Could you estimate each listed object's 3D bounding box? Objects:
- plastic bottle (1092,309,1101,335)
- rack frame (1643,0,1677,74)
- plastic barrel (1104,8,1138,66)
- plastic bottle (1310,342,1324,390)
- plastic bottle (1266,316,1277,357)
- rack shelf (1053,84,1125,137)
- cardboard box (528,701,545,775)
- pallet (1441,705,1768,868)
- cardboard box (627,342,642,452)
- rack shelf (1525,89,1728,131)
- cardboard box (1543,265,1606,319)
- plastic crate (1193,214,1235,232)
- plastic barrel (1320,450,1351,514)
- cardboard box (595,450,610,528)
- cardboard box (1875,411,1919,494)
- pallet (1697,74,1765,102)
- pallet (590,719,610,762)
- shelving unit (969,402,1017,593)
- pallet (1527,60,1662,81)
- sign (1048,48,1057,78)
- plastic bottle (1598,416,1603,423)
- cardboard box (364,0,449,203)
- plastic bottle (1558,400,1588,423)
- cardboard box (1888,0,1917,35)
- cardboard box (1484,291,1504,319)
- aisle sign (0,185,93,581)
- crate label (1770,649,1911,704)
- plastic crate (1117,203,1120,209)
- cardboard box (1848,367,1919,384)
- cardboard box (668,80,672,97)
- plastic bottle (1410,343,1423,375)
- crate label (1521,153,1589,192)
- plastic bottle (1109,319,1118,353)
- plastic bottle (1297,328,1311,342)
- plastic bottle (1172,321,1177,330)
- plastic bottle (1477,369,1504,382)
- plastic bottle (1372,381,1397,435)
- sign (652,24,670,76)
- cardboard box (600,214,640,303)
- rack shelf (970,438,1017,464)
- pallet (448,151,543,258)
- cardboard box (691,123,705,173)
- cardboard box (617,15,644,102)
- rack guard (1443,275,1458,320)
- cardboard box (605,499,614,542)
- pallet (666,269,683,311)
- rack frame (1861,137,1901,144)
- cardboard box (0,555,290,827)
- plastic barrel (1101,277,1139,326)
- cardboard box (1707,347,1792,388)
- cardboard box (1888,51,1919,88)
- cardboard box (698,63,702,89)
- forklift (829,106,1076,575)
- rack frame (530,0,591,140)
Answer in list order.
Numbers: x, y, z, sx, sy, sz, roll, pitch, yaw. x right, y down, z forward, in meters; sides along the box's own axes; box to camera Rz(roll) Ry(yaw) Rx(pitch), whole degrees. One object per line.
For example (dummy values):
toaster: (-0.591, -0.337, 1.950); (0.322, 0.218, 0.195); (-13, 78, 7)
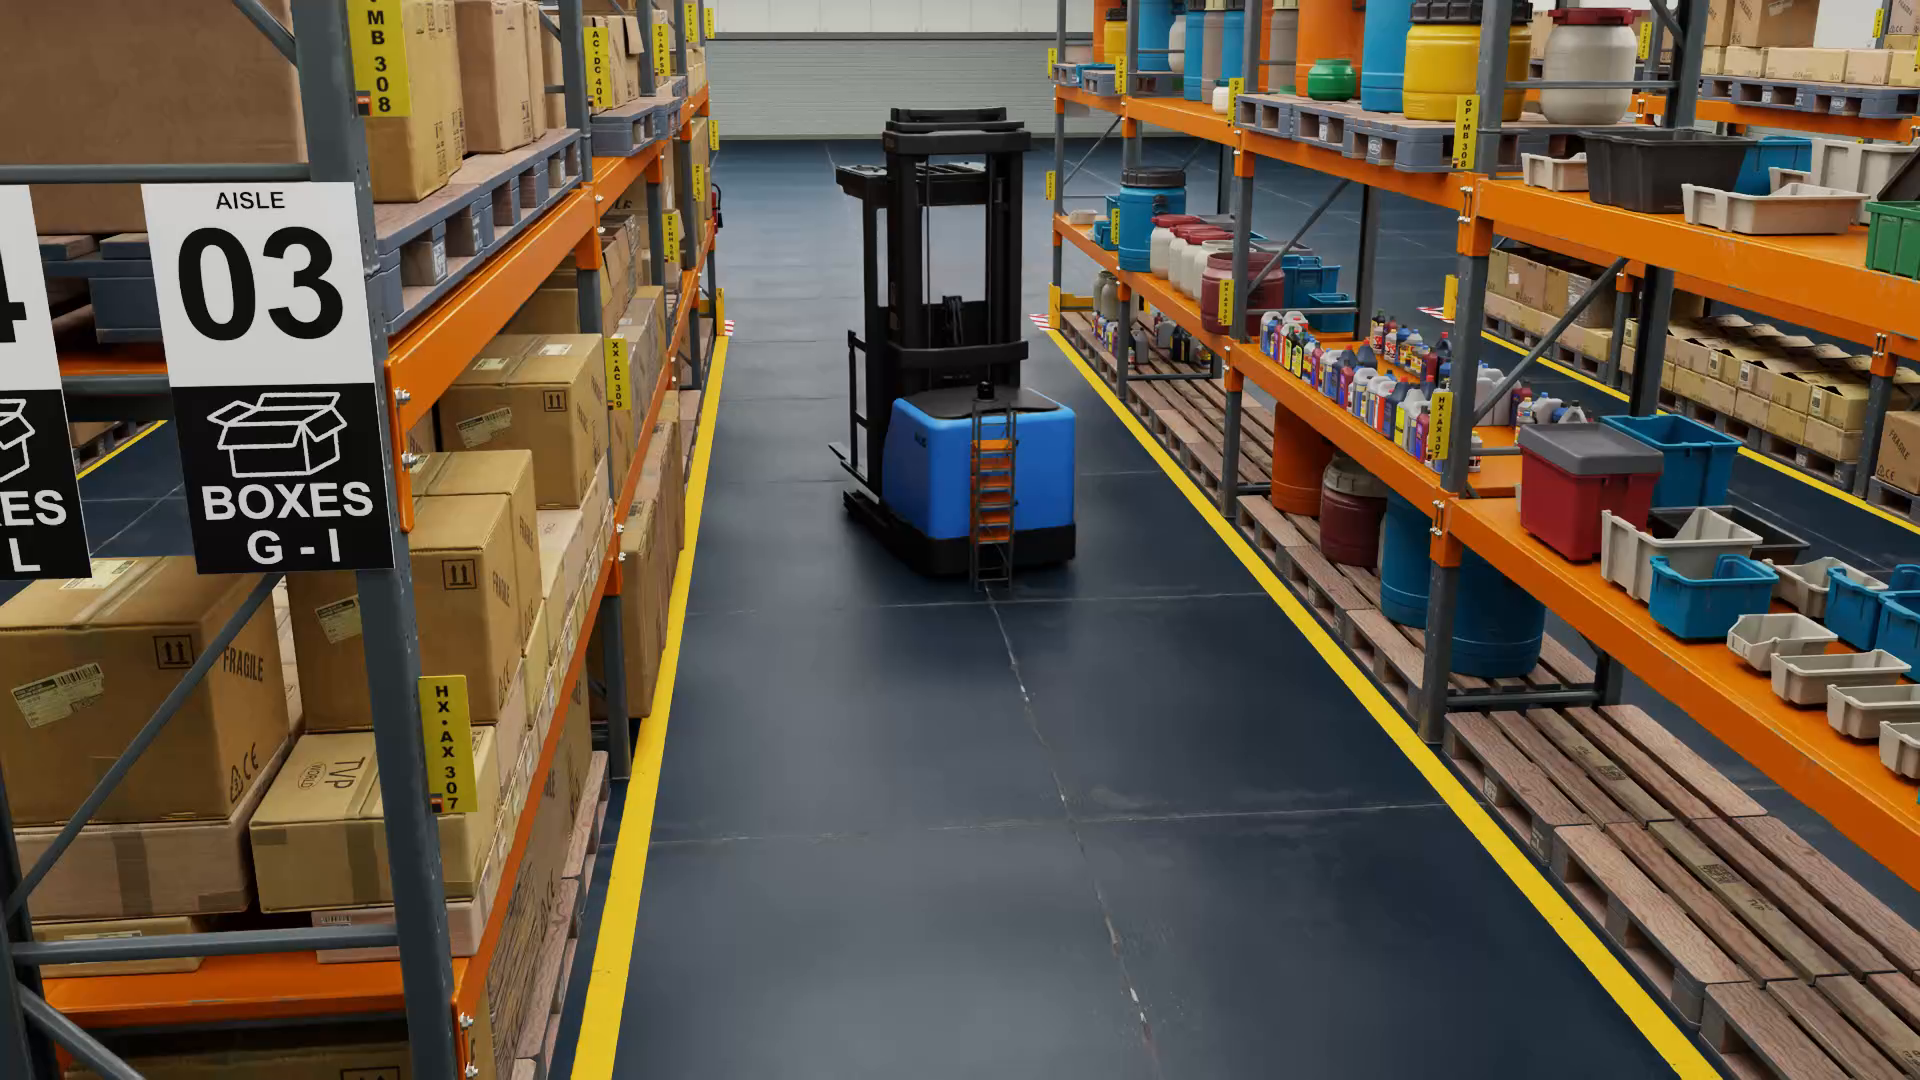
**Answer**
plastic bottle: (1.477, -2.361, 18.010); (0.097, 0.271, 0.097); (0, 17, 0)
rack frame: (6.939, -5.825, 15.208); (1.000, 3.000, 0.127); (-2, 18, -6)
plastic barrel: (1.844, -5.388, 17.809); (0.600, 0.588, 0.600); (0, 17, 0)
plastic bottle: (2.222, -1.079, 10.301); (0.061, 0.283, 0.133); (-2, 18, -6)
plastic bottle: (2.133, -1.384, 11.291); (0.097, 0.271, 0.097); (0, 17, 0)
rack shelf: (1.806, -4.495, 17.179); (1.077, 0.370, 4.000); (-2, 18, -6)
cardboard box: (-1.493, 0.615, 5.130); (0.380, 0.149, 0.250); (-2, 18, -7)
pallet: (2.952, 1.121, 7.755); (1.003, 0.211, 1.213); (-2, 18, -6)
cardboard box: (-1.992, -0.766, 8.942); (0.500, 0.500, 0.500); (-2, 18, -7)
rack shelf: (6.733, -4.647, 17.663); (1.077, 0.370, 4.000); (-2, 18, -6)
cardboard box: (6.579, -2.639, 17.712); (0.500, 0.500, 0.500); (-2, 18, -6)
plastic crate: (2.366, -2.707, 15.184); (0.402, 0.464, 0.583); (-2, 18, -6)
plastic barrel: (2.639, -0.322, 11.147); (0.421, 0.512, 0.421); (0, 17, 0)
cardboard box: (-1.783, -0.221, 7.128); (0.500, 0.250, 0.500); (-2, 18, -7)
cardboard box: (7.115, -0.644, 12.159); (0.500, 0.500, 0.500); (-1, 17, -3)
pallet: (7.043, -4.040, 14.850); (0.805, 0.209, 1.217); (-2, 18, -8)
pallet: (-2.244, 0.828, 8.686); (1.003, 0.211, 1.213); (-2, 18, -6)
shelving unit: (0.203, -0.264, 10.495); (0.258, 1.200, 0.189); (-3, 22, -10)
pallet: (6.703, -4.968, 17.633); (1.003, 0.211, 1.213); (-2, 18, -6)
sign: (1.052, -5.422, 18.918); (0.100, 0.325, 0.005); (-2, 18, -6)
plastic bottle: (3.224, -0.494, 8.438); (0.061, 0.283, 0.133); (-2, 18, -6)
cardboard box: (-1.722, -1.134, 4.239); (0.700, 0.500, 0.500); (-2, 18, -8)
plastic bottle: (3.119, -0.531, 8.443); (0.144, 0.351, 0.185); (-2, 18, -6)
cardboard box: (11.252, -6.152, 19.387); (0.500, 0.500, 0.500); (-3, 18, -10)
cardboard box: (6.416, -2.728, 19.247); (0.500, 0.250, 0.500); (-2, 18, -6)
aisle sign: (-1.968, -0.292, 3.260); (0.394, 0.787, 0.004); (-2, 18, -6)
crate label: (2.917, 0.455, 5.560); (0.396, 0.136, 0.243); (-2, 18, -6)
plastic crate: (2.010, -3.598, 18.379); (0.499, 0.251, 0.408); (-2, 18, -6)
cardboard box: (7.528, -1.249, 13.599); (0.500, 0.311, 0.500); (-2, 18, -7)
cardboard box: (-2.412, -3.279, 12.358); (0.500, 0.250, 0.500); (-1, 17, -4)
plastic bottle: (2.959, -1.168, 10.723); (0.097, 0.201, 0.097); (0, 17, 0)
crate label: (2.600, -1.578, 7.128); (0.293, 0.136, 0.466); (-2, 18, -6)
plastic bottle: (1.606, -2.093, 17.025); (0.144, 0.351, 0.185); (-2, 18, -6)
plastic bottle: (2.241, -1.248, 10.858); (0.097, 0.271, 0.097); (0, 17, 0)
plastic bottle: (2.278, -2.193, 17.343); (0.144, 0.351, 0.185); (-2, 18, -6)
plastic bottle: (3.049, -0.863, 9.625); (0.152, 0.276, 0.135); (-2, 18, -6)
plastic bottle: (2.385, -0.735, 9.217); (0.152, 0.276, 0.135); (-2, 18, -6)
sign: (-1.949, -3.196, 10.848); (0.100, 0.325, 0.005); (-2, 18, -6)
cardboard box: (-2.443, -1.774, 10.479); (0.797, 0.503, 0.637); (-1, 17, -4)
rack shelf: (0.208, -0.558, 10.380); (0.258, 0.103, 0.180); (-3, 22, -10)
pallet: (-1.893, -1.057, 5.175); (1.003, 0.211, 1.213); (-2, 18, -6)
cardboard box: (-2.918, -4.062, 17.276); (0.500, 0.500, 0.500); (-2, 18, -6)
cardboard box: (-2.367, -2.967, 10.240); (0.797, 0.503, 0.637); (-1, 17, -2)
rack guard: (6.524, -2.969, 20.300); (1.175, 0.500, 0.348); (-2, 18, -6)
cardboard box: (-1.732, -0.074, 7.324); (0.380, 0.149, 0.250); (-2, 18, -5)
pallet: (-2.747, -1.963, 13.243); (1.003, 0.211, 1.213); (-2, 18, -6)
rack frame: (11.454, -4.309, 20.394); (1.000, 3.000, 0.127); (-2, 18, -6)
cardboard box: (-1.988, 0.352, 4.050); (0.500, 0.500, 0.500); (-2, 17, -5)
plastic barrel: (1.795, -2.673, 18.636); (0.421, 0.512, 0.421); (0, 17, 0)
cardboard box: (6.894, -1.530, 14.496); (0.500, 0.311, 0.500); (-1, 17, -4)
cardboard box: (7.249, -3.465, 12.246); (0.500, 0.250, 0.500); (-3, 18, -10)
cardboard box: (-2.926, -4.772, 17.111); (0.500, 0.250, 0.500); (-1, 17, -4)
forklift: (-0.218, -1.575, 11.802); (1.130, 2.935, 3.031); (-6, 19, -19)
rack frame: (-2.089, -3.137, 6.645); (1.000, 3.000, 0.127); (-2, 18, -6)
